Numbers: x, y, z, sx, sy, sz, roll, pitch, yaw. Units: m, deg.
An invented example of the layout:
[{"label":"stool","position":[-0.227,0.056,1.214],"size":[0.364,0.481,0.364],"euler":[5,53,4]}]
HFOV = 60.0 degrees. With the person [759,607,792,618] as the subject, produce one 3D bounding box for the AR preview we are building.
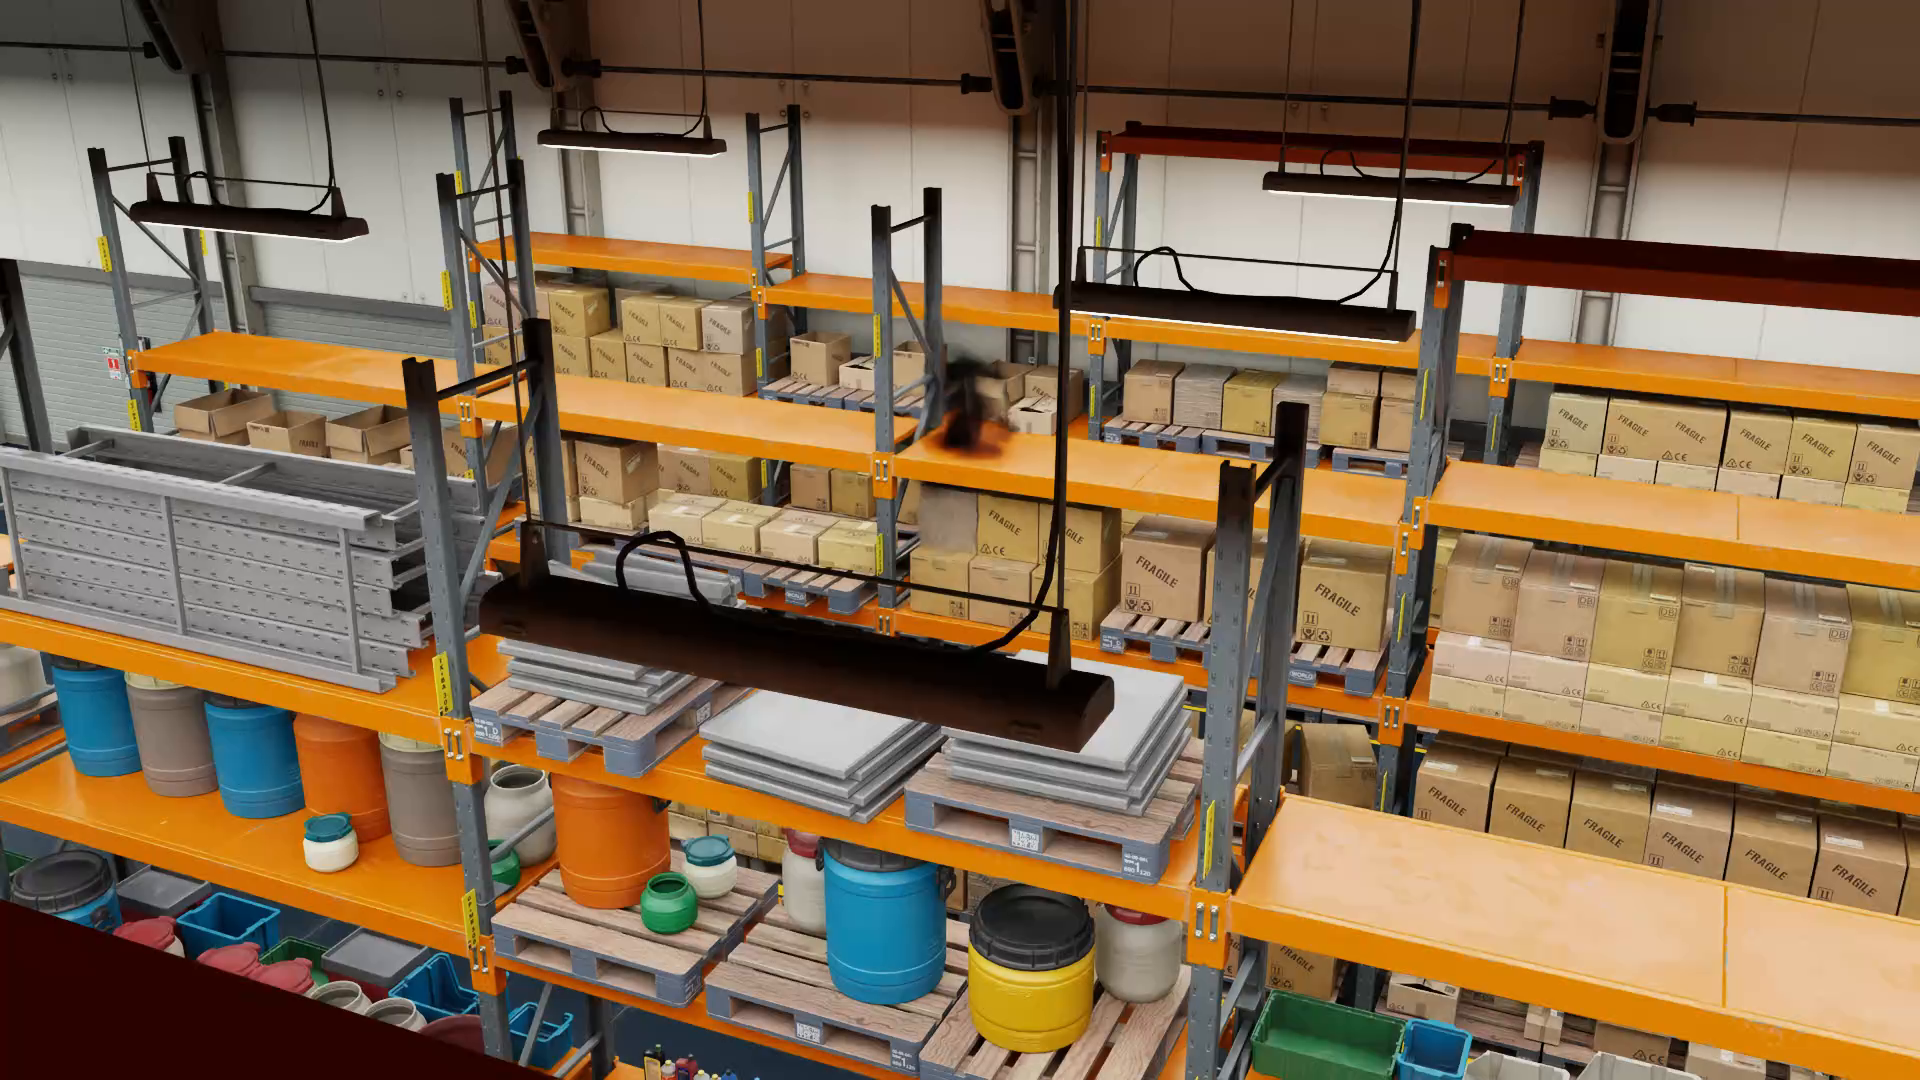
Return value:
[{"label":"person","position":[-1.919,1.341,16.819],"size":[0.688,1.689,0.575],"euler":[7,22,18]}]
